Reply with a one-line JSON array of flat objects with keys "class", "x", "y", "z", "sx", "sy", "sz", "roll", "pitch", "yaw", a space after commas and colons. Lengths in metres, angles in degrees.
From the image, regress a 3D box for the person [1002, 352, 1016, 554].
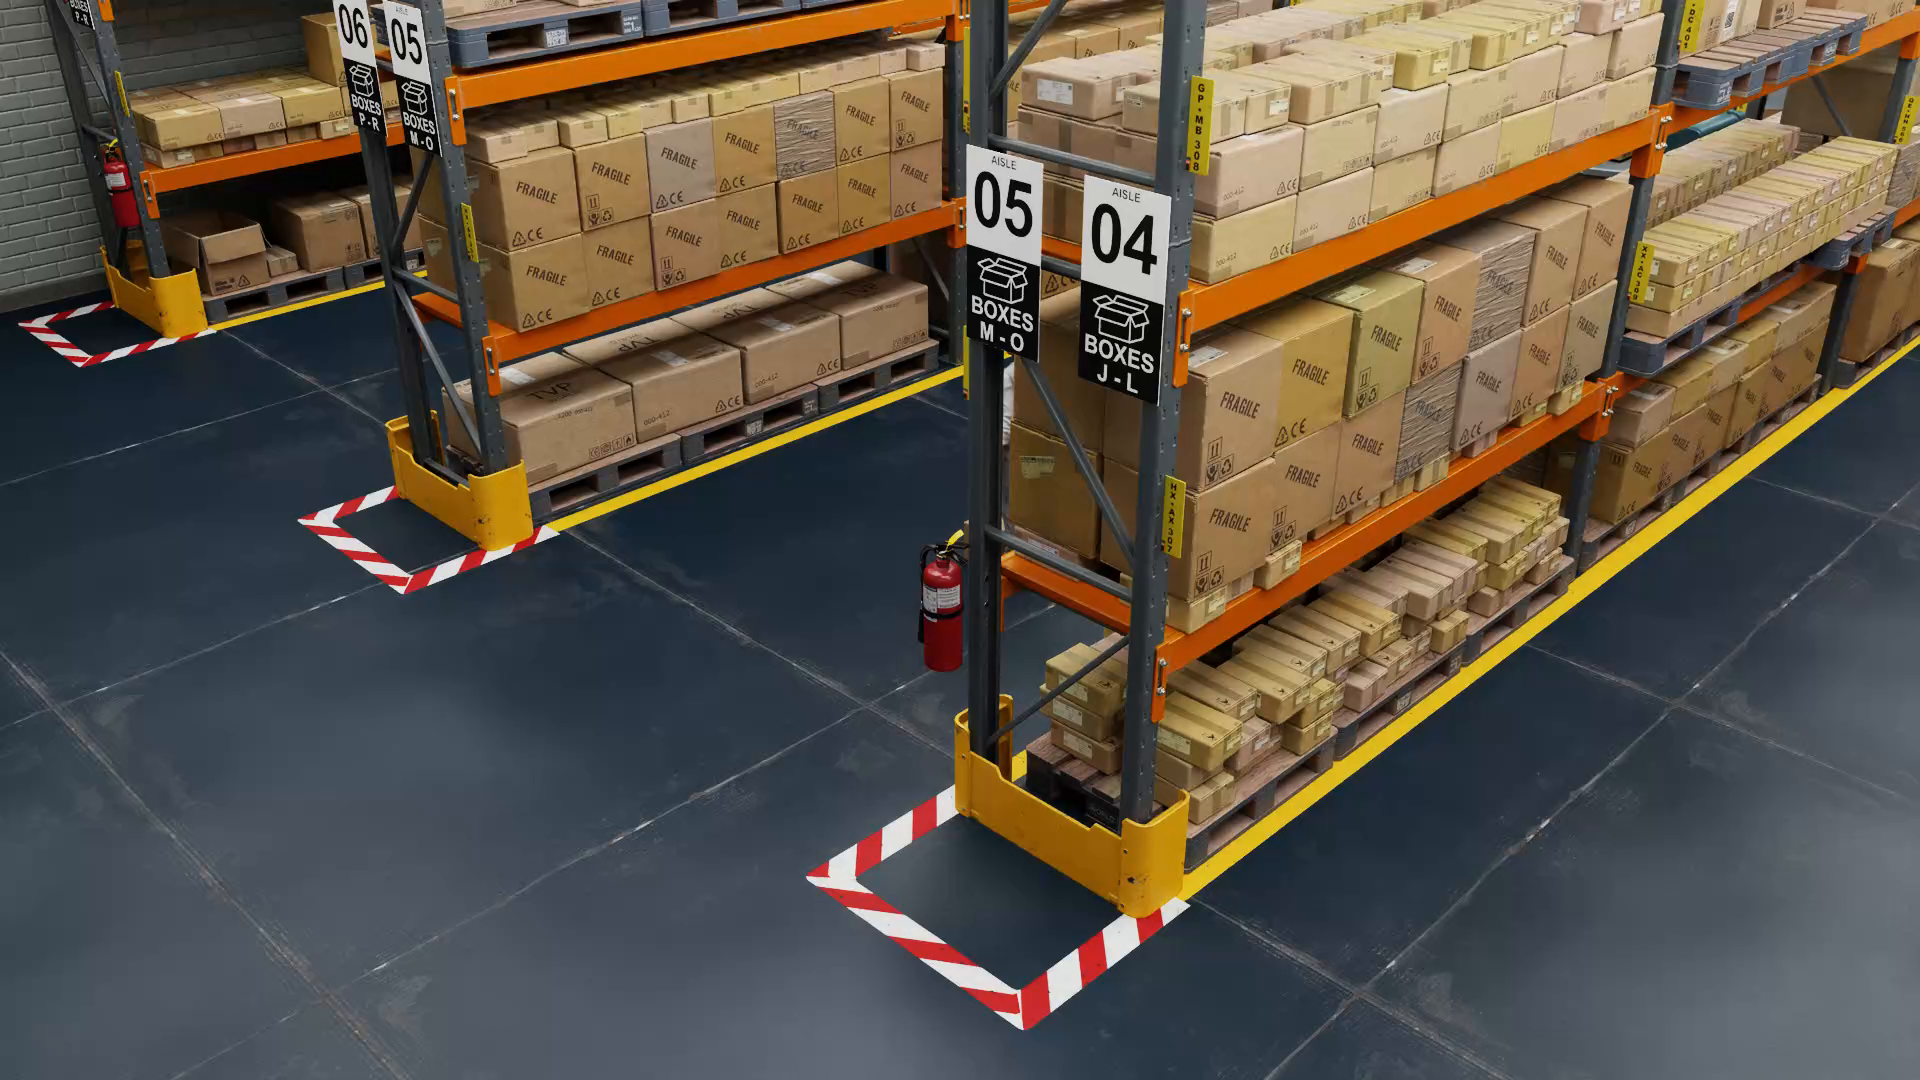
[{"class": "person", "x": 0.372, "y": -0.514, "z": 9.605, "sx": 0.461, "sy": 1.582, "sz": 0.365, "roll": -25, "pitch": 37, "yaw": -39}]
